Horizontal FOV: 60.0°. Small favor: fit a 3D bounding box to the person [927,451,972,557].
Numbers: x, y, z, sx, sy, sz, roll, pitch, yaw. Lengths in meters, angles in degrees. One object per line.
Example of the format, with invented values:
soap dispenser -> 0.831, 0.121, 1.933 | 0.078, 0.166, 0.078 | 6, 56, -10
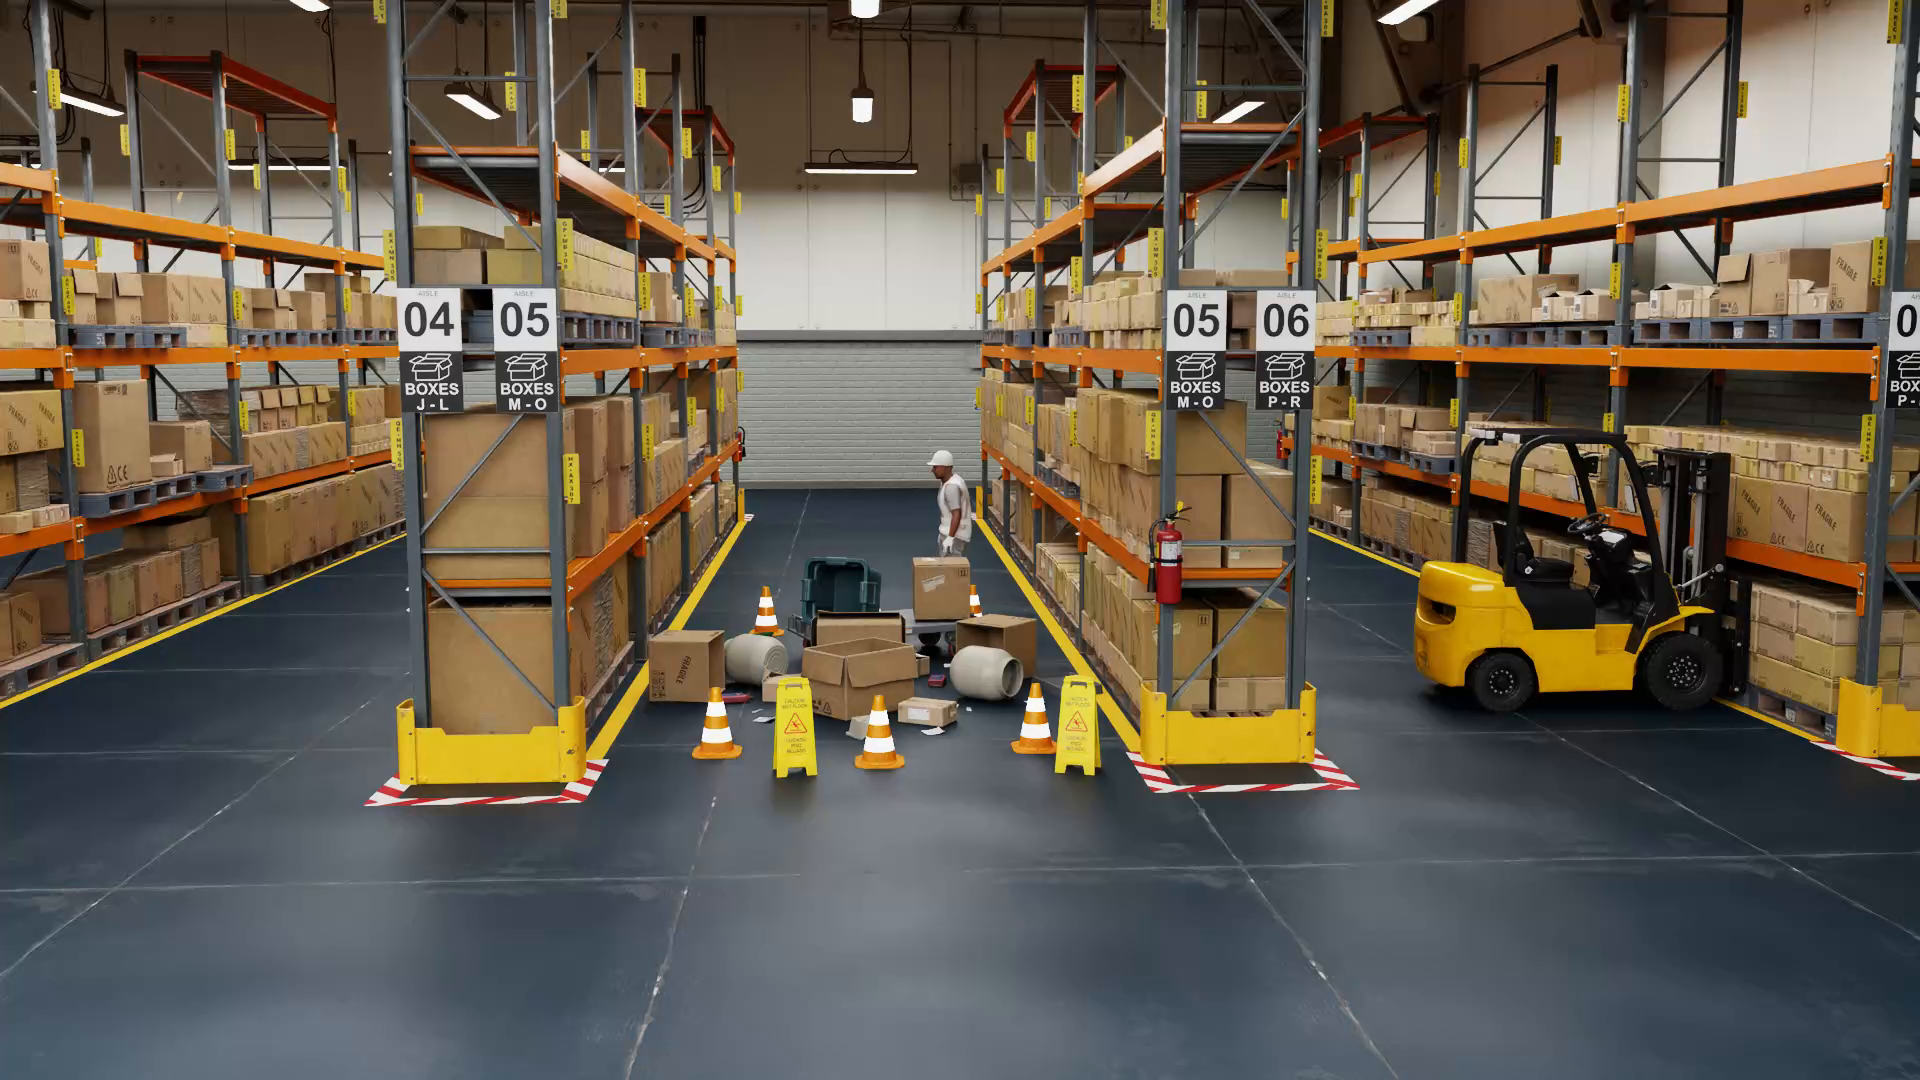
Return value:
person -> -0.110, -0.023, 16.890 | 0.448, 1.774, 0.617 | -1, 7, -5
